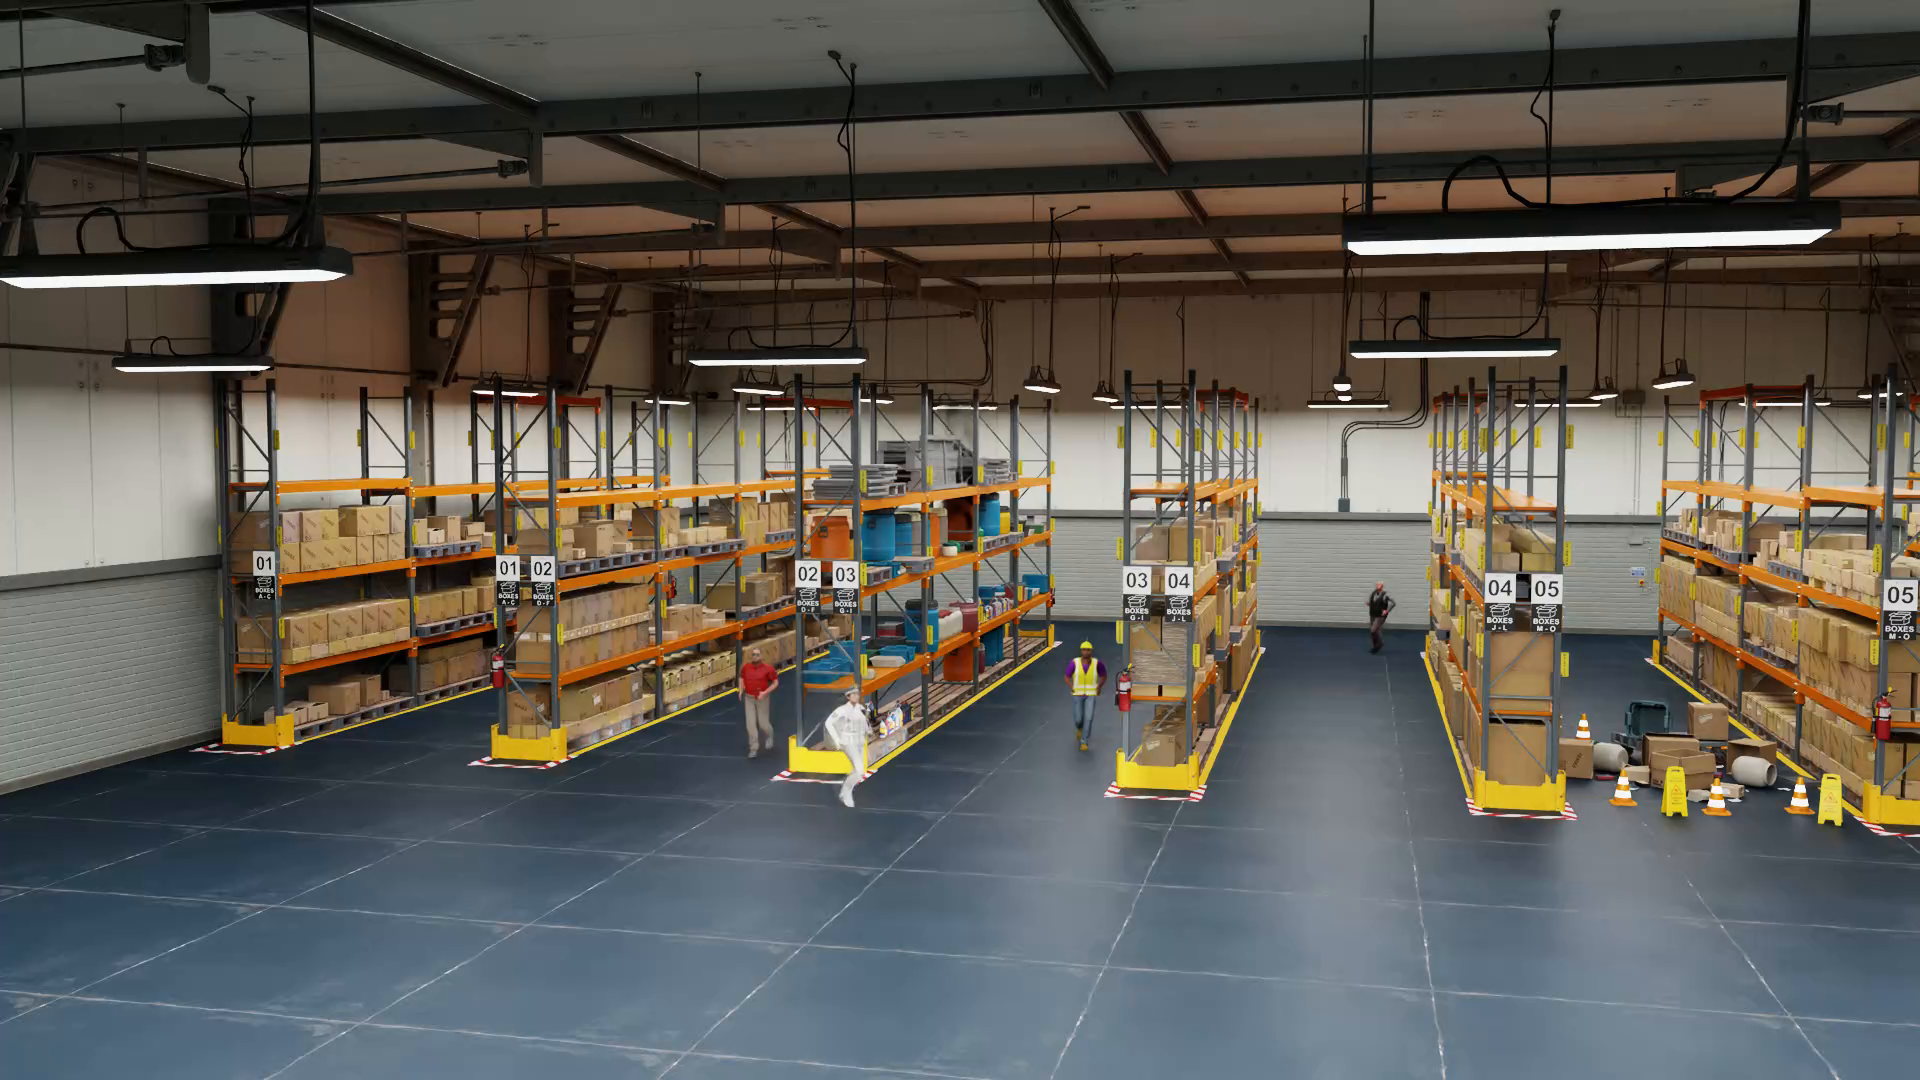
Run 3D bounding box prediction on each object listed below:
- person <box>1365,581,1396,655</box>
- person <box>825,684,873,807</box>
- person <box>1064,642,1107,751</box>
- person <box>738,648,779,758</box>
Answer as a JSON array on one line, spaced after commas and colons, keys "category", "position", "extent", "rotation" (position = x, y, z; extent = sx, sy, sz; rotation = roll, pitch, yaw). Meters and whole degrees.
[{"category": "person", "position": [9.789, 1.832, 38.884], "extent": [0.720, 1.762, 0.665], "rotation": [-2, 4, -34]}, {"category": "person", "position": [-1.440, 2.796, 22.637], "extent": [0.653, 1.677, 0.594], "rotation": [3, 5, 42]}, {"category": "person", "position": [2.040, 2.507, 26.991], "extent": [0.697, 1.738, 0.768], "rotation": [0, 3, 4]}, {"category": "person", "position": [-3.208, 2.561, 26.431], "extent": [0.684, 1.709, 0.790], "rotation": [1, 3, 11]}]
